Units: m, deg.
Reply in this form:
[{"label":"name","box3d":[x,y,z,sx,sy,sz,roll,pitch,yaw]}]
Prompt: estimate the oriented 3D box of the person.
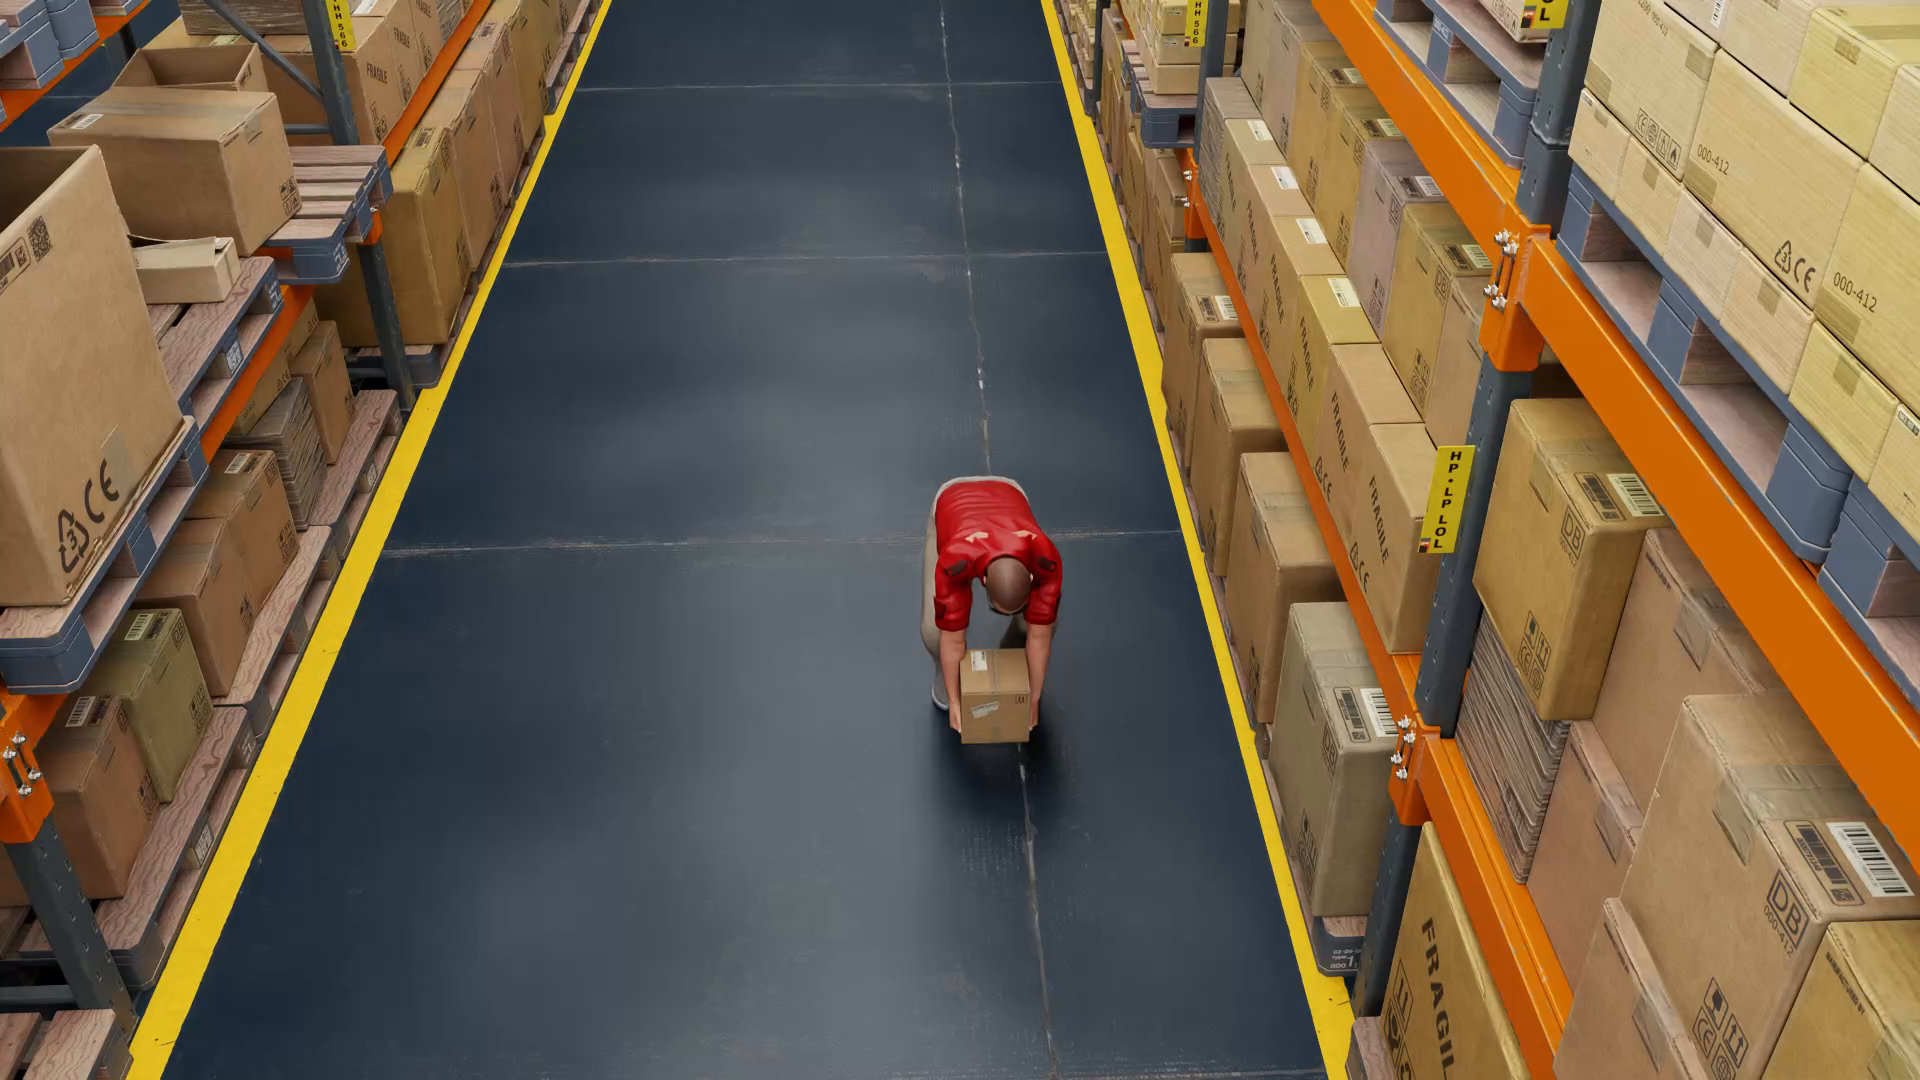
[{"label":"person","box3d":[0.114,0.281,6.380,0.539,1.019,0.944,-3,35,-4]}]
